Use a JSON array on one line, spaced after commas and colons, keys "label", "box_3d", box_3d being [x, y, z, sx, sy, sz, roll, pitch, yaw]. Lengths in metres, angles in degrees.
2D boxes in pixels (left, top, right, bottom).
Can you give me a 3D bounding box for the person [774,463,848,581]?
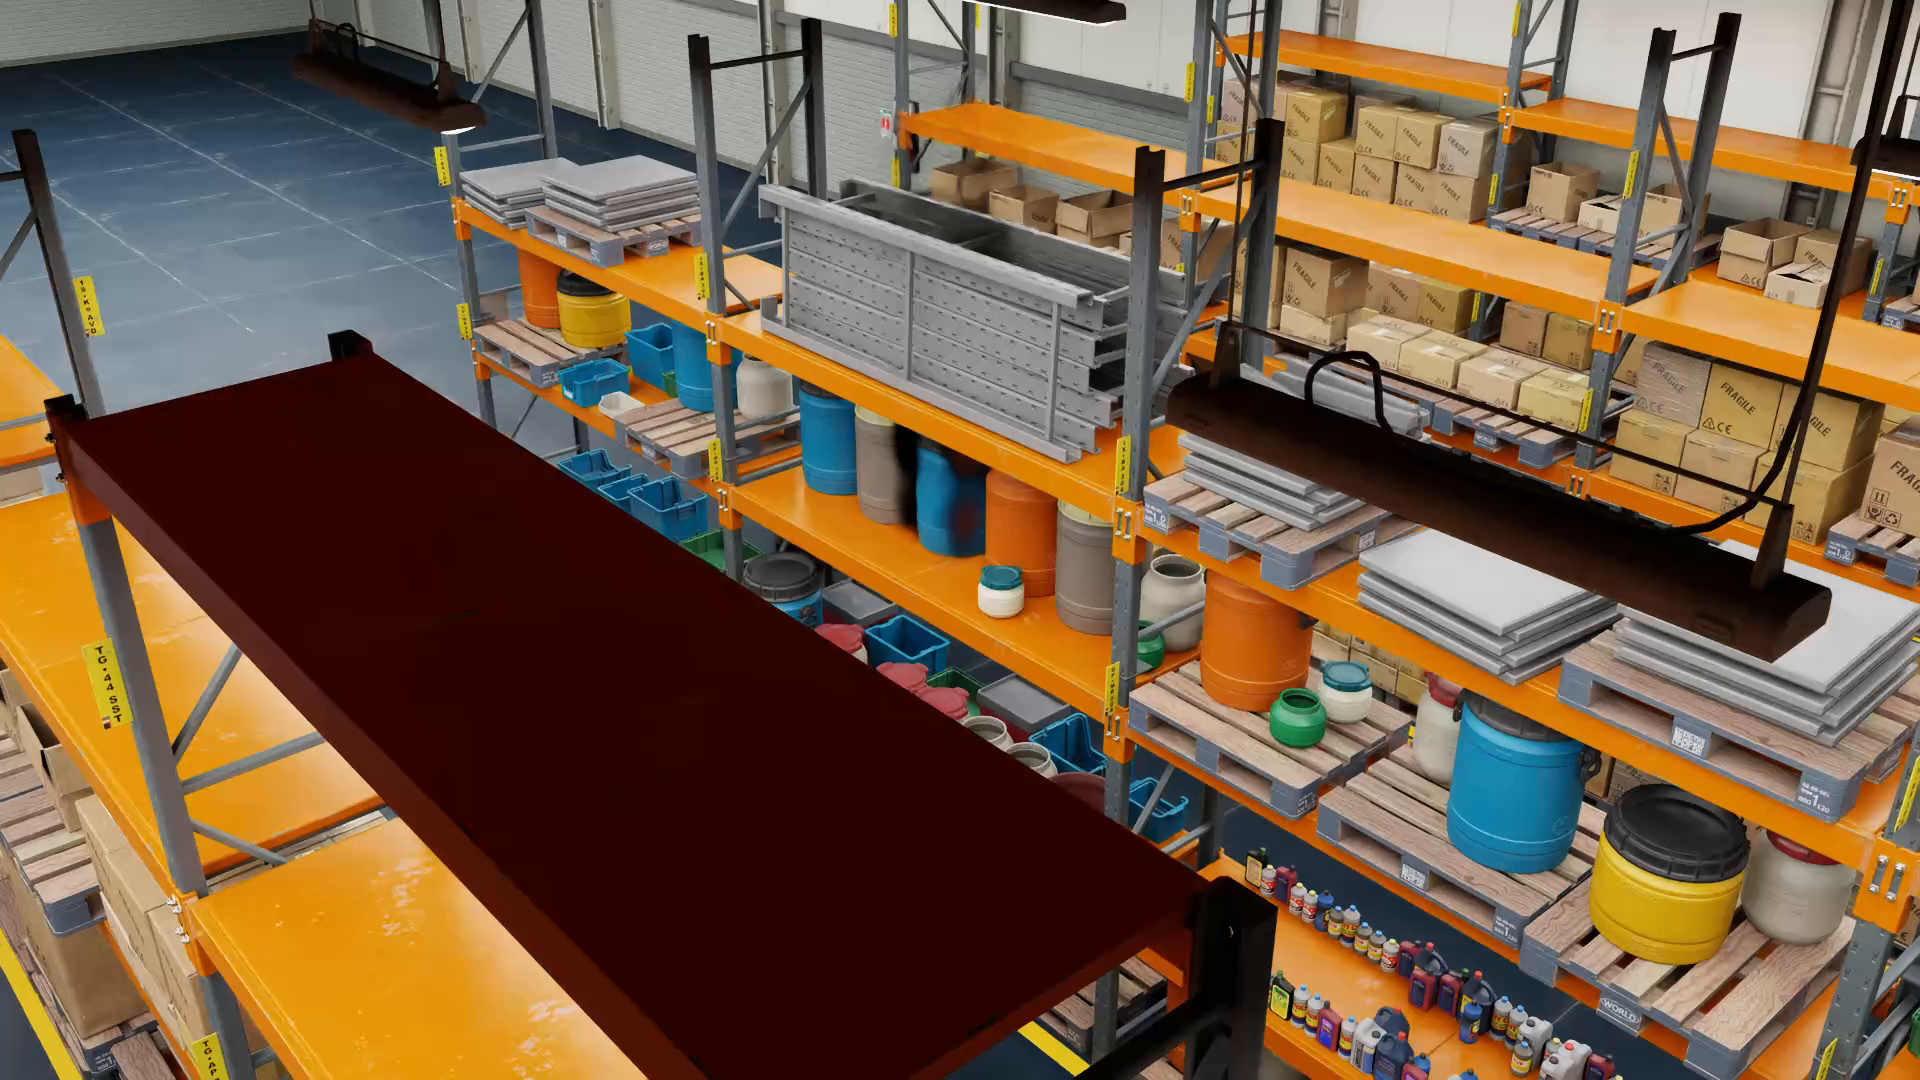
[{"label": "person", "box_3d": [-1.487, -0.137, 15.906, 0.958, 1.750, 0.721, 19, 32, 32]}]
